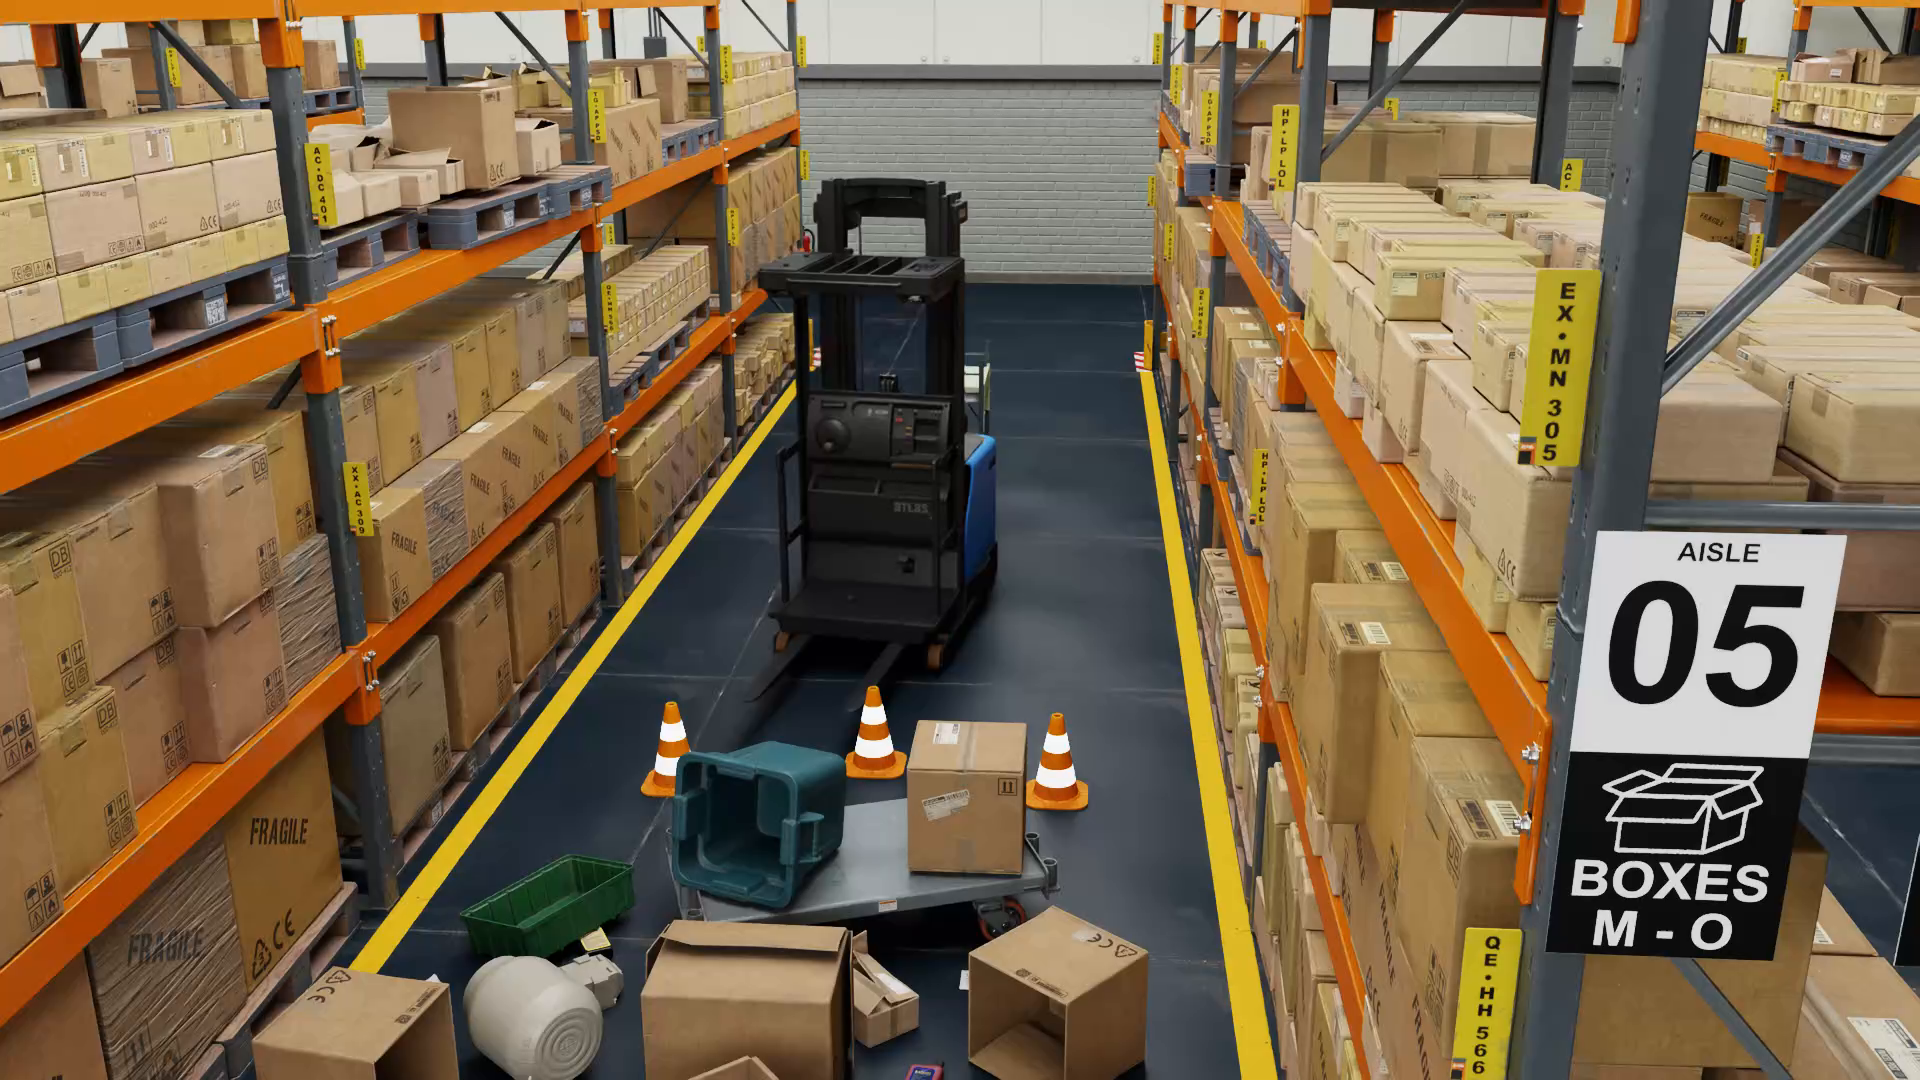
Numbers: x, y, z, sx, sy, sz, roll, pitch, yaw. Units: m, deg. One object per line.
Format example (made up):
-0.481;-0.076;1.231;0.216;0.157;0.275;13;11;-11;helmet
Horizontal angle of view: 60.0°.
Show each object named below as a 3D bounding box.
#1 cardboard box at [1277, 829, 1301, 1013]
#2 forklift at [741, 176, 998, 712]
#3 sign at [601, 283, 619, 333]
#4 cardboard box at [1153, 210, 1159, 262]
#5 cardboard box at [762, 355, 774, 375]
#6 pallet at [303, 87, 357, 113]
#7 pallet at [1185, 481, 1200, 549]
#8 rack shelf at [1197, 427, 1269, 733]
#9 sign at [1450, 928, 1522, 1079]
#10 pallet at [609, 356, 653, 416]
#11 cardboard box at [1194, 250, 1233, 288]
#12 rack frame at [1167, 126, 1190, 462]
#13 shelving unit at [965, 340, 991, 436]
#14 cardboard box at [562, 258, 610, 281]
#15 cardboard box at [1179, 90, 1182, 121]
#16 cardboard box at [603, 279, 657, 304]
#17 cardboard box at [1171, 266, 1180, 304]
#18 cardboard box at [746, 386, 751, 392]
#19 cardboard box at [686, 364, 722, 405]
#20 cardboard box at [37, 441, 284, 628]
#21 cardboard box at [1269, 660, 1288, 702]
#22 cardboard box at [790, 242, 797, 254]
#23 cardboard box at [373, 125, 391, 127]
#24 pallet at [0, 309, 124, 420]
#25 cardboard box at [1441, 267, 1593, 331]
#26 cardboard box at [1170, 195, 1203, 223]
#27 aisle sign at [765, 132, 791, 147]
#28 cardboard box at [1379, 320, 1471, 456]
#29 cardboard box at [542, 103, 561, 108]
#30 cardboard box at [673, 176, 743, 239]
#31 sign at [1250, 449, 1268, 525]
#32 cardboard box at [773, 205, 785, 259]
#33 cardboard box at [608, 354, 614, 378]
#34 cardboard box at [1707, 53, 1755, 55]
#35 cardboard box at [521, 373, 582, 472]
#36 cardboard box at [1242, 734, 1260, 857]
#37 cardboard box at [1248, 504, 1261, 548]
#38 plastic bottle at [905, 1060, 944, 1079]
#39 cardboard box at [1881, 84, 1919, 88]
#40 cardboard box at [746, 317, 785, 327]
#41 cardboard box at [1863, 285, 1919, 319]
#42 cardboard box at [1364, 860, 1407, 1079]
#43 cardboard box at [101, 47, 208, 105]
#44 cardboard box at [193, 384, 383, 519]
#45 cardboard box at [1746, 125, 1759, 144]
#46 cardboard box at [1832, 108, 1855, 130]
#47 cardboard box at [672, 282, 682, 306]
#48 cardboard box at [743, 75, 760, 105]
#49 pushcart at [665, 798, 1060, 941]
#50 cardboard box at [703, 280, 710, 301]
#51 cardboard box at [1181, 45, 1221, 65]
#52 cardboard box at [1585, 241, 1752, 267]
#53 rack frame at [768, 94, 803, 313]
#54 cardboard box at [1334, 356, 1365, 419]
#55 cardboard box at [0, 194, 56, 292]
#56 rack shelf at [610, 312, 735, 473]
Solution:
1.478;1.438;6.254;0.500;0.500;0.500;2;18;6;cardboard box
-0.567;-0.706;10.369;1.130;2.935;3.031;4;19;13;forklift
-2.287;-1.517;10.875;0.100;0.325;0.005;1;18;4;sign
2.356;-3.288;17.981;0.500;0.500;0.500;1;18;3;cardboard box
-2.110;-1.791;16.996;0.380;0.149;0.250;1;18;4;cardboard box
-7.250;-4.757;17.949;1.003;0.211;1.213;1;18;4;pallet
2.325;-0.195;13.178;1.003;0.211;1.213;1;18;4;pallet
1.960;0.064;9.065;1.077;0.370;4.000;1;18;4;rack shelf
0.978;0.867;3.093;0.100;0.325;0.005;1;18;4;sign
-2.896;-1.110;11.803;1.213;0.211;1.003;1;18;4;pallet
1.908;-1.747;11.672;0.500;0.500;0.500;2;18;5;cardboard box
2.390;-2.141;14.640;1.000;3.000;0.127;1;18;4;rack frame
0.000;-0.711;12.683;0.431;1.500;0.755;1;18;4;shelving unit
-3.097;-2.227;13.677;0.380;0.149;0.250;1;18;3;cardboard box
2.005;-3.555;13.678;0.396;0.266;0.258;1;18;3;cardboard box
-2.522;-1.888;12.642;0.380;0.149;0.250;2;18;6;cardboard box
2.077;-2.177;14.188;0.500;0.250;0.500;1;18;2;cardboard box
-2.254;-1.412;16.319;0.380;0.149;0.250;1;18;3;cardboard box
-2.356;-1.351;14.365;0.500;0.250;0.500;1;18;2;cardboard box
-3.112;-0.033;6.231;0.875;0.550;0.550;1;18;4;cardboard box
1.474;0.554;6.820;0.380;0.149;0.250;1;18;4;cardboard box
-2.009;-3.236;18.384;0.380;0.149;0.250;1;18;4;cardboard box
-3.148;-2.204;9.420;0.500;0.250;0.500;2;18;5;cardboard box
-3.287;-0.487;4.918;1.003;0.211;1.213;1;18;4;pallet
1.456;-0.604;4.254;0.380;0.149;0.250;1;18;2;cardboard box
2.148;-2.816;14.935;0.500;0.500;0.500;1;18;3;cardboard box
-1.963;-4.714;18.317;0.394;0.787;0.004;1;18;4;aisle sign
1.367;-0.392;4.248;0.500;0.250;0.500;2;18;5;cardboard box
-3.031;-2.789;11.641;0.500;0.500;0.500;1;18;4;cardboard box
-2.279;-3.019;15.075;0.500;0.500;0.500;2;18;5;cardboard box
1.263;-0.218;6.912;0.100;0.325;0.005;1;18;4;sign
-2.112;-3.189;17.199;0.500;0.500;0.500;1;18;4;cardboard box
-2.608;-1.193;11.474;0.380;0.149;0.250;1;18;3;cardboard box
7.875;-4.863;17.089;0.500;0.250;0.500;1;18;2;cardboard box
-2.643;-0.725;10.157;0.500;0.500;0.500;1;18;4;cardboard box
1.852;1.230;7.898;0.950;0.372;0.625;2;18;5;cardboard box
1.597;-0.065;8.033;0.380;0.149;0.250;1;18;3;cardboard box
-0.147;2.099;6.420;0.133;0.061;0.283;4;19;13;plastic bottle
7.431;-3.472;12.975;0.380;0.149;0.250;1;18;3;cardboard box
-2.128;-2.343;18.206;0.380;0.149;0.250;2;18;5;cardboard box
6.987;-1.549;11.992;0.797;0.503;0.637;1;18;3;cardboard box
1.334;1.067;4.212;0.500;0.500;0.500;1;18;4;cardboard box
-7.498;-4.327;15.497;0.700;0.500;0.500;0;18;1;cardboard box
-3.098;-0.413;7.599;0.700;0.500;0.500;1;18;3;cardboard box
7.093;-3.532;14.470;0.380;0.149;0.250;1;18;4;cardboard box
6.852;-3.183;12.572;0.380;0.149;0.250;1;18;3;cardboard box
-2.460;-1.989;13.428;0.380;0.149;0.250;0;18;1;cardboard box
-2.190;-4.267;15.748;0.500;0.250;0.500;2;18;5;cardboard box
-0.461;1.554;7.574;1.648;0.377;0.936;-5;19;-15;pushcart
-2.385;-2.173;14.465;0.380;0.149;0.250;1;18;3;cardboard box
2.383;-4.481;15.967;0.500;0.500;0.500;2;18;5;cardboard box
1.996;-0.754;4.714;0.380;0.149;0.250;2;18;5;cardboard box
-2.268;-3.463;18.673;1.000;3.000;0.127;1;18;4;rack frame
1.370;-0.473;5.135;0.380;0.149;0.250;1;18;3;cardboard box
-3.017;-0.850;4.811;0.500;0.250;0.500;1;18;4;cardboard box
-2.698;-1.257;13.098;1.077;0.370;4.000;1;18;4;rack shelf
